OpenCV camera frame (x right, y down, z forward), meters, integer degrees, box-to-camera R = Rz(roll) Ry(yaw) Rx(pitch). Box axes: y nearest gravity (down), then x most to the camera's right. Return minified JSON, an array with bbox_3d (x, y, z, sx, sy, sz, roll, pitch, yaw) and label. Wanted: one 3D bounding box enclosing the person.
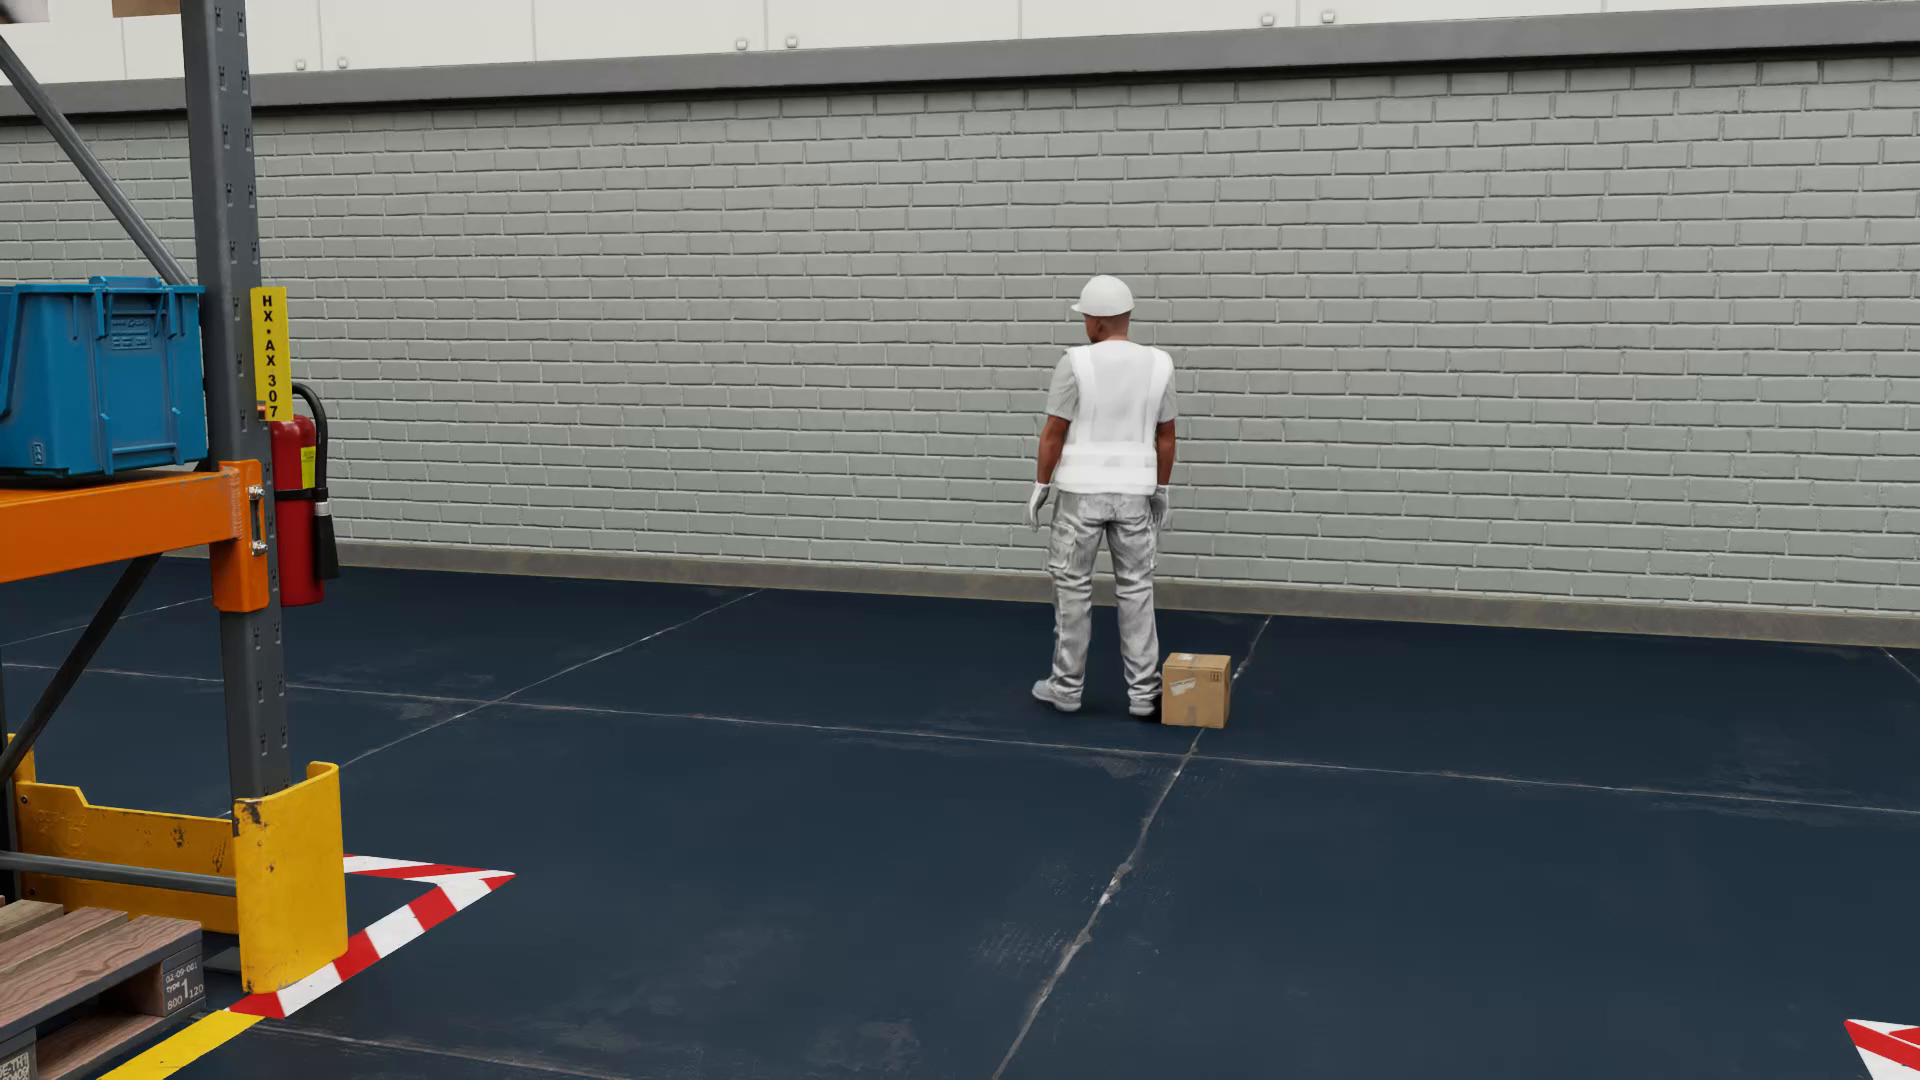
[{"bbox_3d":[0.580,-0.187,6.843,0.617,1.784,0.442,-2,8,-13],"label":"person"}]
